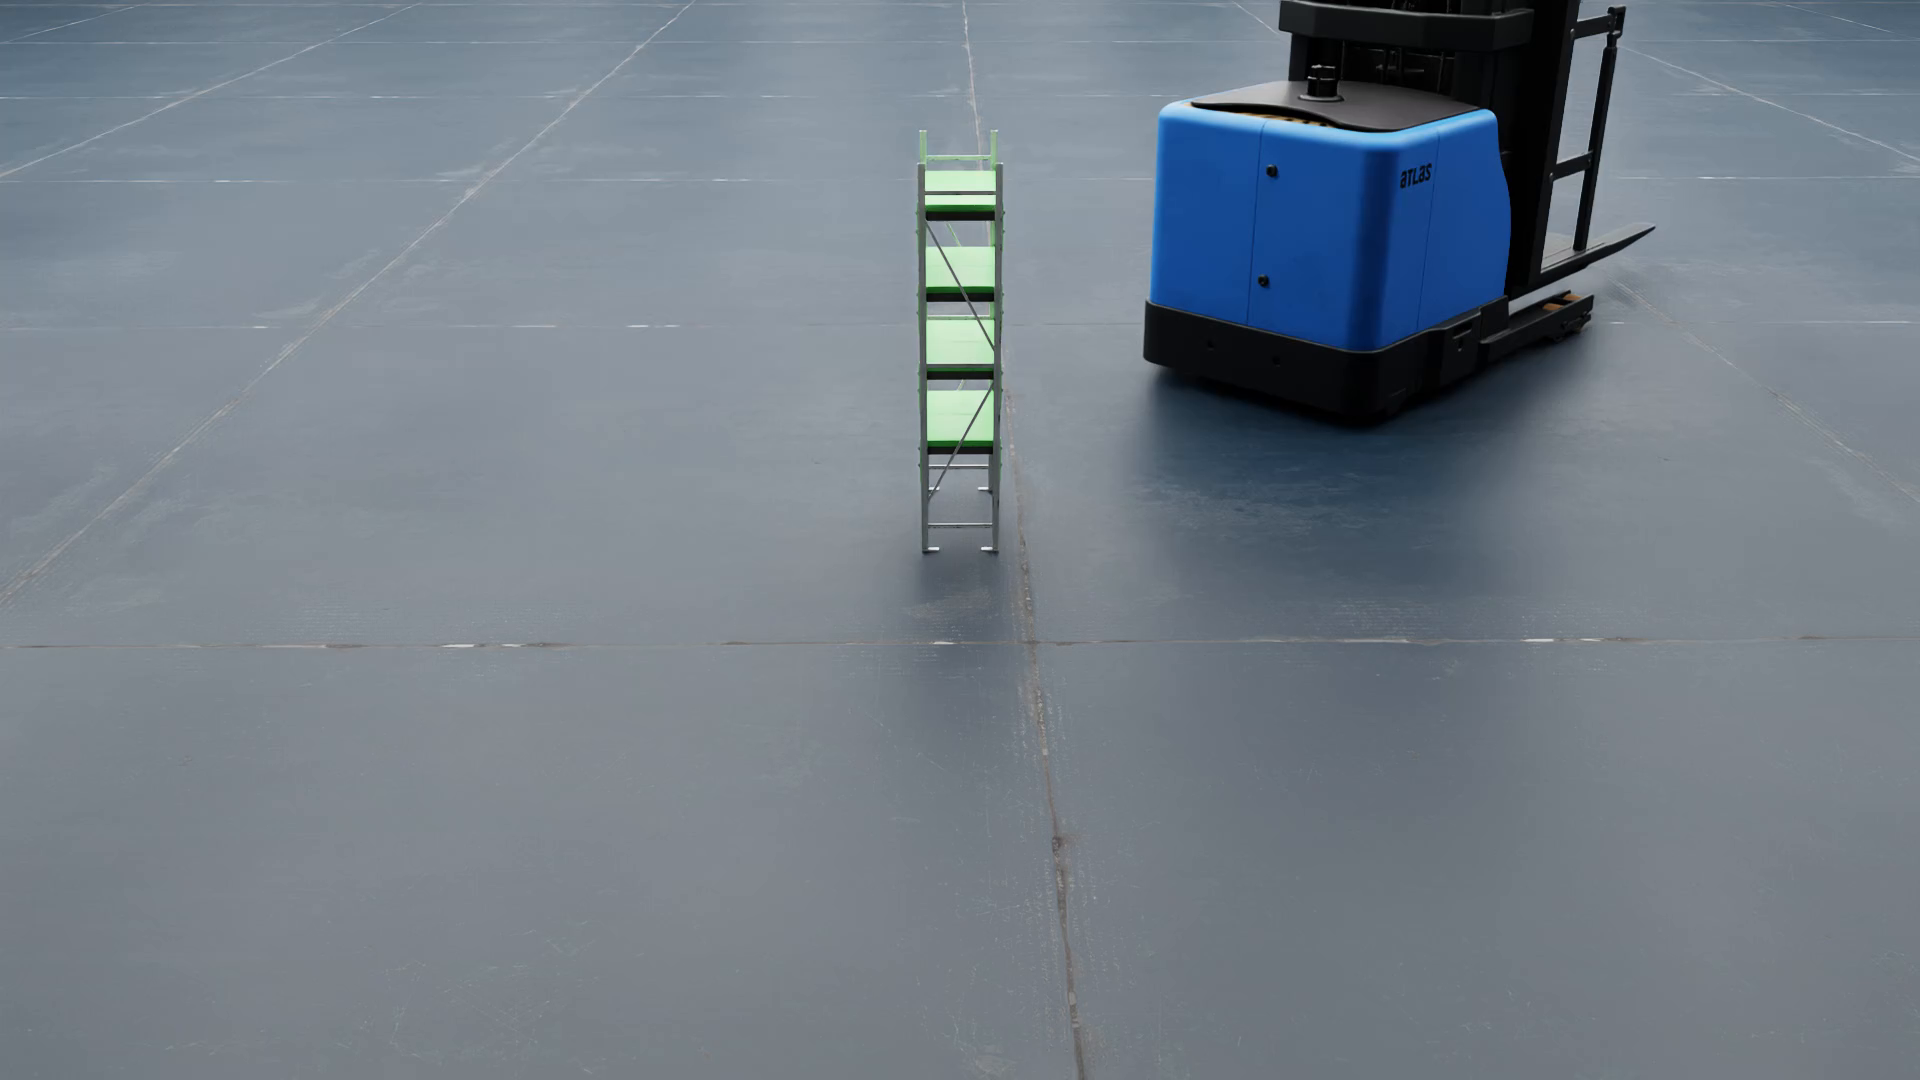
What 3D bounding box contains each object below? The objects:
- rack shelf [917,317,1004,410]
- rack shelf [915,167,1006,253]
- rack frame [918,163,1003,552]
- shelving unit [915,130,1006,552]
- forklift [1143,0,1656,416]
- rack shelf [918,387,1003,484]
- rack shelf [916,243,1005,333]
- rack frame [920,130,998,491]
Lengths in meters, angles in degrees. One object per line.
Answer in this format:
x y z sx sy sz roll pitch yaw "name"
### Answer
-0.002 -0.557 5.180 0.258 0.148 0.480 0 24 -1 "rack shelf"
-0.002 -0.994 4.982 0.258 0.148 0.480 0 24 -1 "rack shelf"
0.001 -0.514 4.931 0.240 1.200 0.015 0 24 -1 "rack frame"
-0.002 -0.615 5.154 0.258 1.200 0.503 0 24 -1 "shelving unit"
2.113 -2.310 6.801 1.130 2.935 3.031 21 32 39 "forklift"
-0.002 -0.338 5.279 0.258 0.148 0.480 0 24 -1 "rack shelf"
-0.002 -0.775 5.081 0.258 0.148 0.480 0 24 -1 "rack shelf"
-0.004 -0.715 5.376 0.240 1.200 0.015 0 24 -1 "rack frame"
